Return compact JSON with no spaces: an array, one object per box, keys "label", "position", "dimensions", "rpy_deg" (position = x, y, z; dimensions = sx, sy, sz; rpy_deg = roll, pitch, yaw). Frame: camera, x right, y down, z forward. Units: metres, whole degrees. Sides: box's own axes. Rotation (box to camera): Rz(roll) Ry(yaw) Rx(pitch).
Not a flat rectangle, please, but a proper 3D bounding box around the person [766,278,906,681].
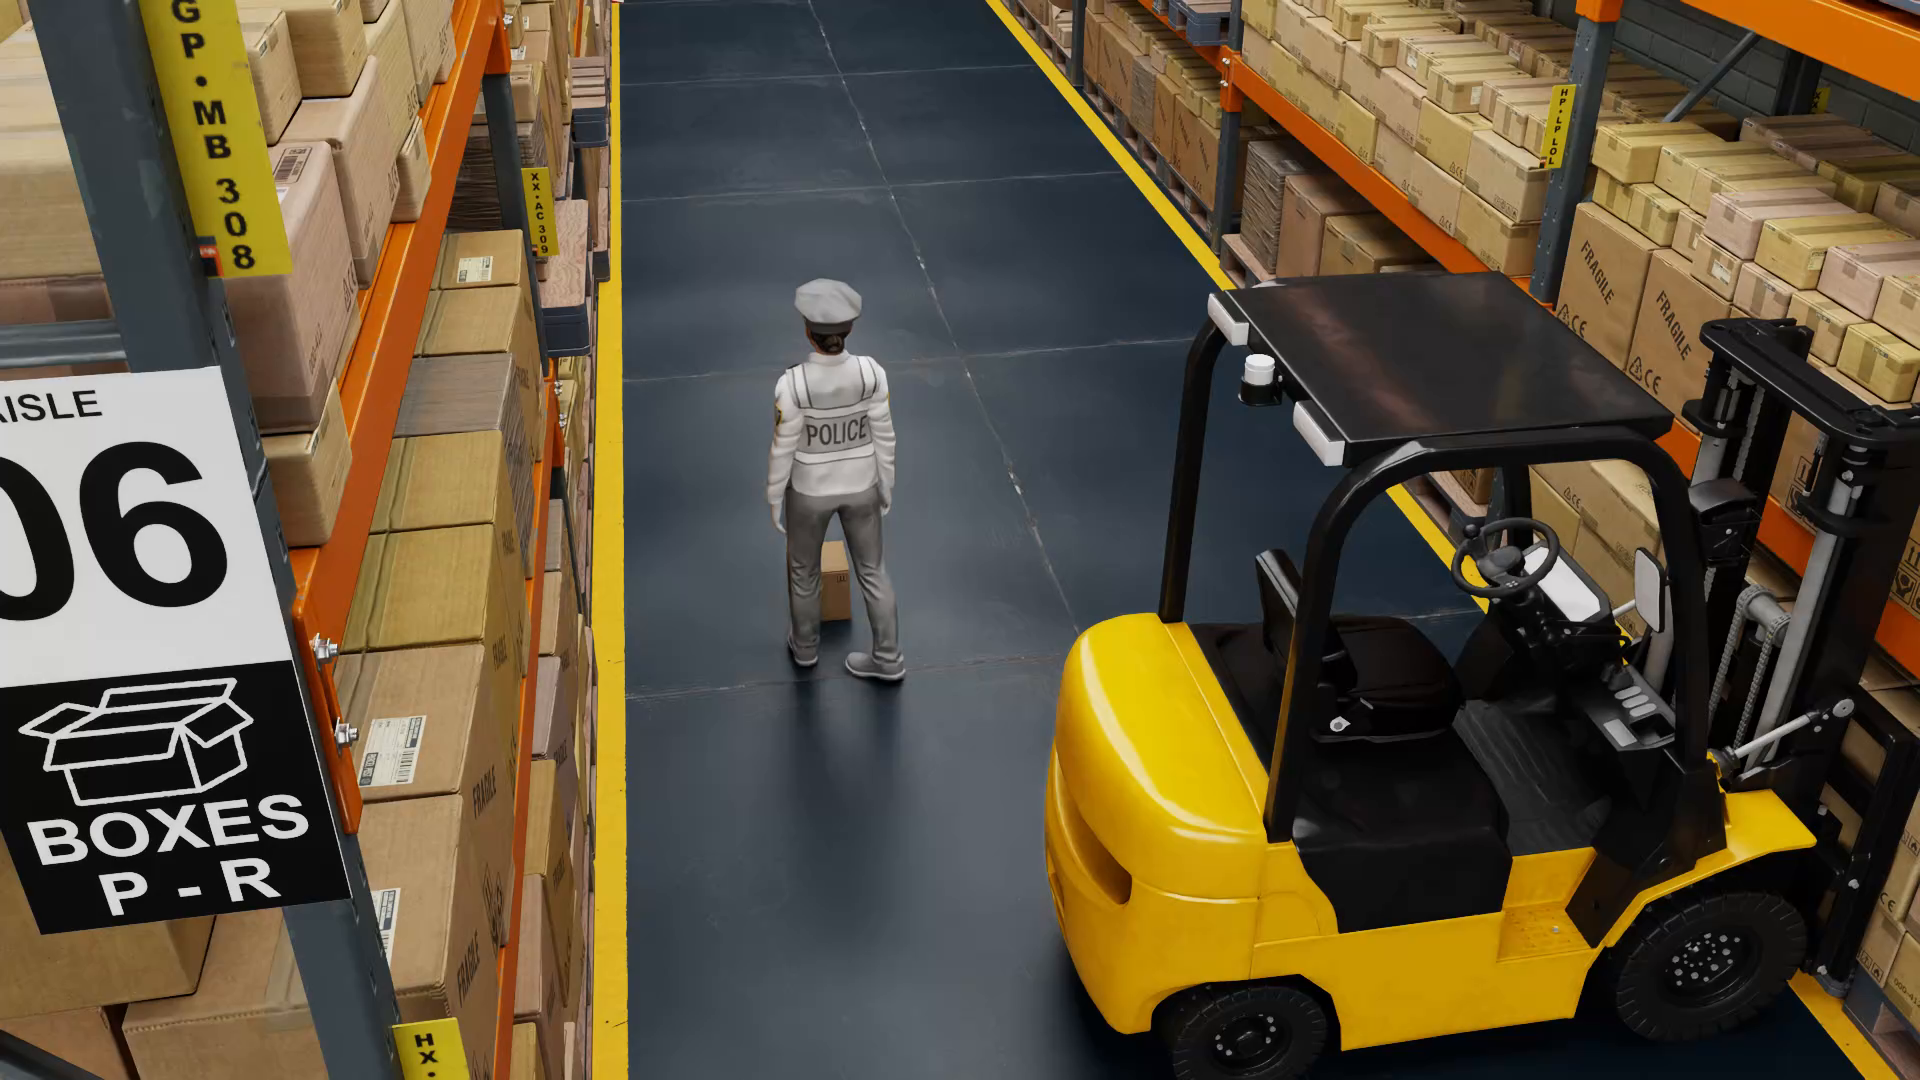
[{"label":"person","position":[-0.522,-0.212,6.472],"dimensions":[0.507,1.691,0.528],"rpy_deg":[-11,32,-17]}]
